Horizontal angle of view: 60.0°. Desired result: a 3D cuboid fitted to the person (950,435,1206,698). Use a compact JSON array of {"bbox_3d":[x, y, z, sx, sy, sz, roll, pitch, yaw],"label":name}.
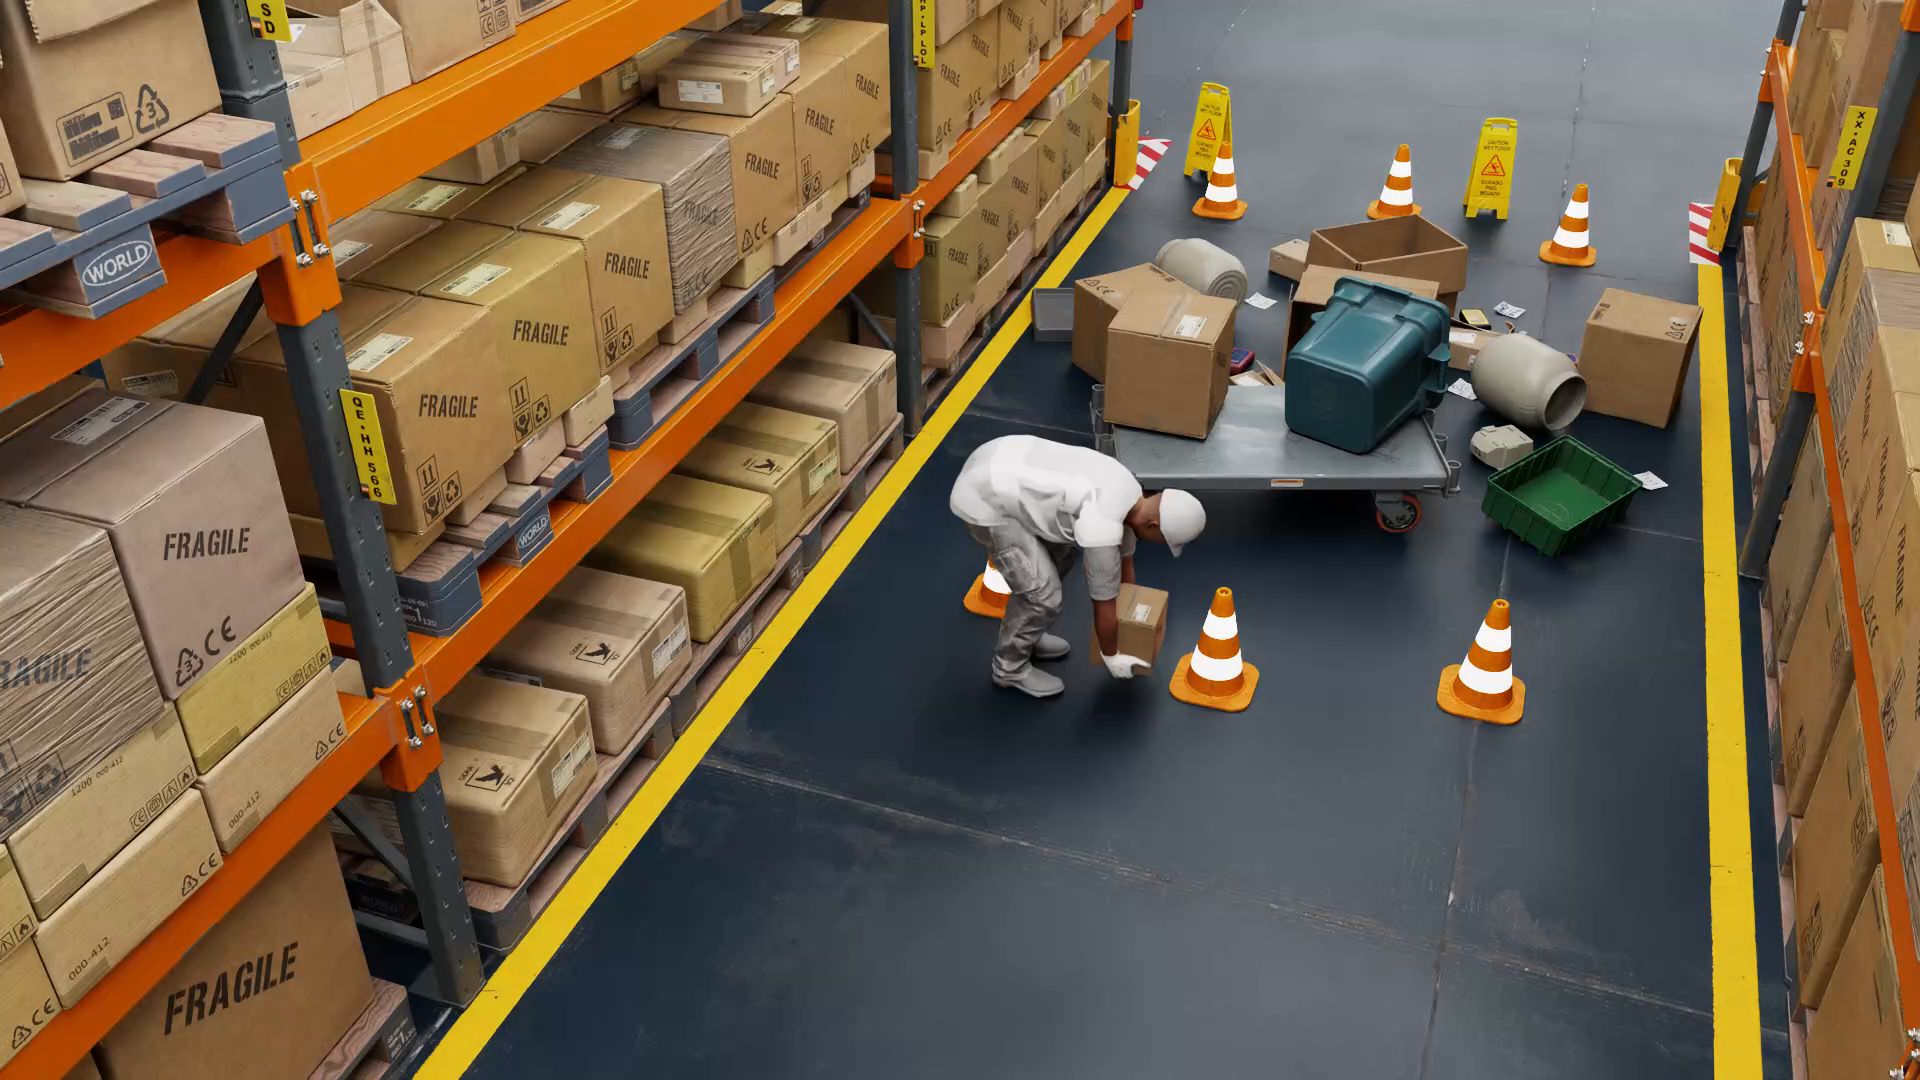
[{"bbox_3d":[0.459,0.115,6.602,0.991,1.063,0.504,9,34,13],"label":"person"}]
